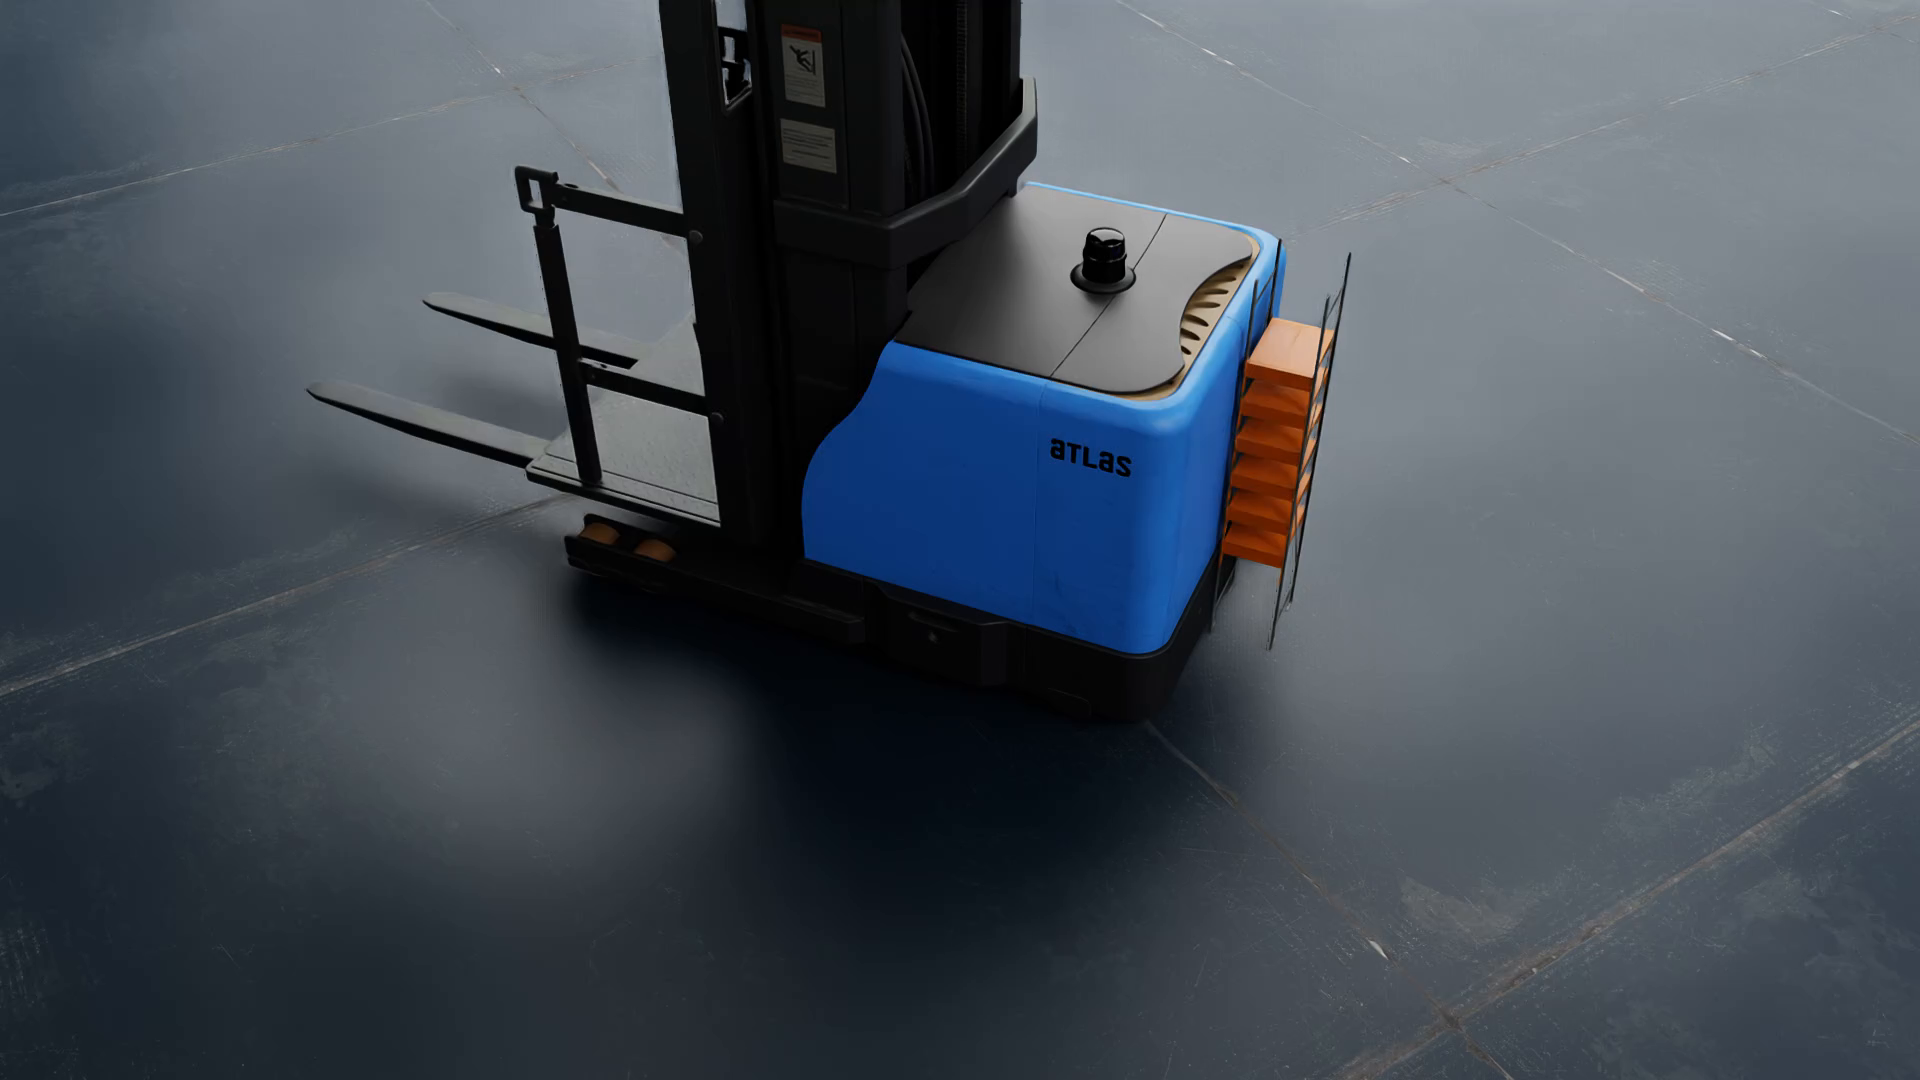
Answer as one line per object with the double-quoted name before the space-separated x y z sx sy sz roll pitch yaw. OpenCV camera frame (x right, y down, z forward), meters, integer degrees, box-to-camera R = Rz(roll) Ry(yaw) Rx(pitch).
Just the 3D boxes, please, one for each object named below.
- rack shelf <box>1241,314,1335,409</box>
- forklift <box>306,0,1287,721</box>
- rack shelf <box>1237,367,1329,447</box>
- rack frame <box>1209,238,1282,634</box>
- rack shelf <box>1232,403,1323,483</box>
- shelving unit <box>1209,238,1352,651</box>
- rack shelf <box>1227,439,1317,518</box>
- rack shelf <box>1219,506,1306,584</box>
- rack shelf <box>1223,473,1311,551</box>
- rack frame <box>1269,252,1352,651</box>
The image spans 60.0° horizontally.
"rack shelf" 0.870 -0.473 4.387 0.180 0.103 0.258 16 42 18
"forklift" -0.646 -1.253 4.465 3.031 2.935 1.130 16 42 18
"rack shelf" 0.870 -0.381 4.464 0.180 0.103 0.258 16 42 18
"rack frame" 0.786 -0.254 4.618 0.006 1.200 0.240 16 42 18
"rack shelf" 0.870 -0.288 4.541 0.180 0.103 0.258 16 42 18
"shelving unit" 0.870 -0.230 4.589 0.189 1.200 0.258 16 42 18
"rack shelf" 0.870 -0.196 4.618 0.180 0.103 0.258 16 42 18
"rack shelf" 0.870 -0.012 4.771 0.180 0.103 0.258 16 42 18
"rack shelf" 0.870 -0.104 4.694 0.180 0.103 0.258 16 42 18
"rack frame" 0.954 -0.207 4.561 0.006 1.200 0.240 16 42 18
